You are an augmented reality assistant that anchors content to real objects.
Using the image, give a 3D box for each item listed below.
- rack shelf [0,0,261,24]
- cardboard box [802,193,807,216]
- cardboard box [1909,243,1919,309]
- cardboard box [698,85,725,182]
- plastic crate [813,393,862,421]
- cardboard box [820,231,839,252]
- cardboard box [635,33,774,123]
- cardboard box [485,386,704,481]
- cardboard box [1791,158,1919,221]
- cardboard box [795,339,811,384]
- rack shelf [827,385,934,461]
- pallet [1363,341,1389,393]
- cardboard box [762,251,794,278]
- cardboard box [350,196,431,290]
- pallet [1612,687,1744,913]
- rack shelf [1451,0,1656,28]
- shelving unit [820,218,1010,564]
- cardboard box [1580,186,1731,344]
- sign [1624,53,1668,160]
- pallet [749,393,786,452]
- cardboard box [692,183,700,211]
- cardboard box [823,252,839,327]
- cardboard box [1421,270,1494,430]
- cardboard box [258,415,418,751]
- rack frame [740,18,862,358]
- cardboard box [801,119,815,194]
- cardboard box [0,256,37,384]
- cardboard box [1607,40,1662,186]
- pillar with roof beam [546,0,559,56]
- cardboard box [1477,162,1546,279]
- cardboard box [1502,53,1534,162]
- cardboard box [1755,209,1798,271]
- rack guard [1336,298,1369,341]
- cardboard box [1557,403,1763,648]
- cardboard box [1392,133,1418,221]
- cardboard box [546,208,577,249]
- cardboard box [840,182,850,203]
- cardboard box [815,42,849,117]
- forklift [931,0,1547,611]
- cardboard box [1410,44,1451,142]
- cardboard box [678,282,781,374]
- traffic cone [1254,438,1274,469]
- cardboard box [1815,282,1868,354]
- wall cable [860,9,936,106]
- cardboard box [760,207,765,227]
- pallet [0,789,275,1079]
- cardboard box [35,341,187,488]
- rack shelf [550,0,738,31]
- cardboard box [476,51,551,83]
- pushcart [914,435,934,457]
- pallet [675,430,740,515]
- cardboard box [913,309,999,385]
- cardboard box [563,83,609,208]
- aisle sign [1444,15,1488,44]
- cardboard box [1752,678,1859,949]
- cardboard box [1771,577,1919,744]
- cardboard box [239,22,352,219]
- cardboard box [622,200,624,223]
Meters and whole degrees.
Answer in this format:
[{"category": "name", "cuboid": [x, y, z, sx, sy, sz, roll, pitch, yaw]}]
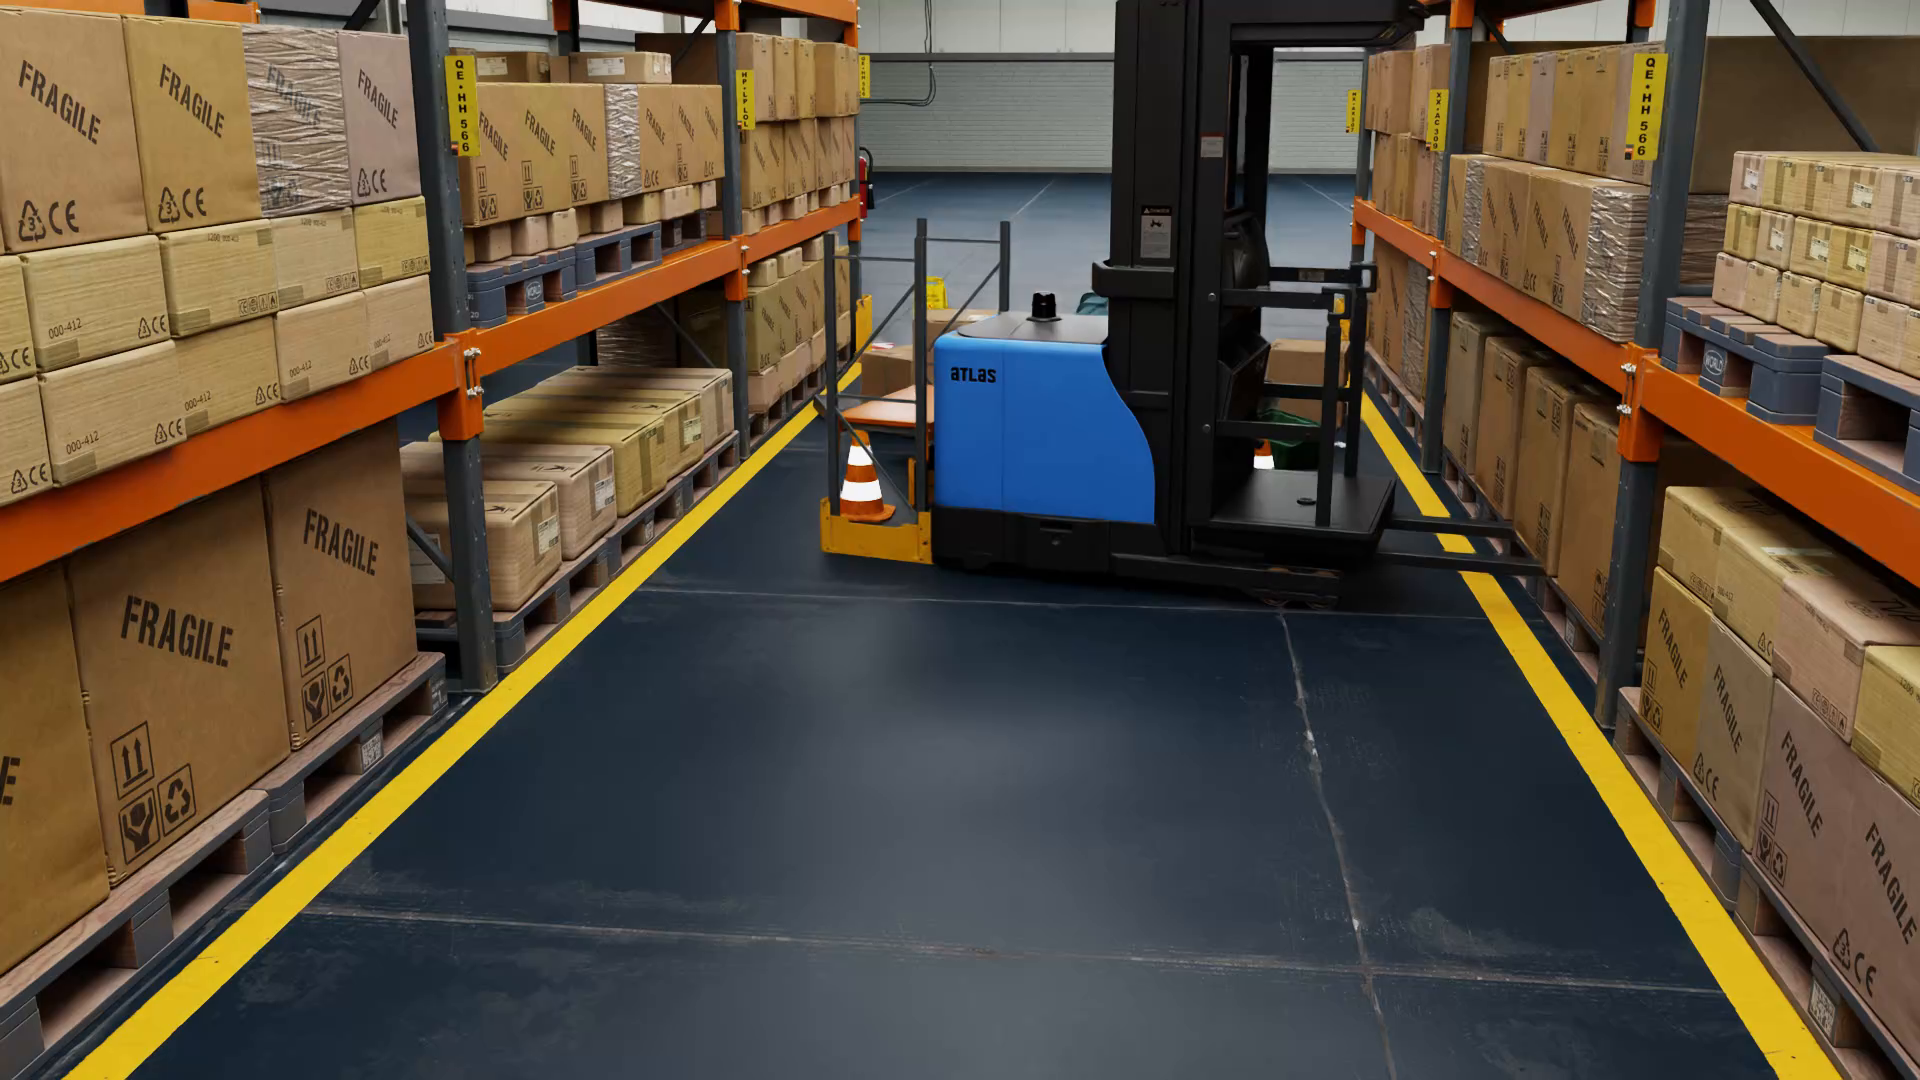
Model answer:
[{"category": "rack shelf", "cuboid": [-6.472, -3.711, 11.771, 1.077, 0.370, 4.000, 2, 15, 6]}, {"category": "cardboard box", "cuboid": [-1.256, -2.295, 11.384, 0.380, 0.149, 0.250, 2, 15, 6]}, {"category": "cardboard box", "cuboid": [2.316, -0.561, 3.596, 0.380, 0.149, 0.250, 2, 15, 6]}, {"category": "cardboard box", "cuboid": [-1.589, -2.214, 9.039, 0.500, 0.500, 0.500, 1, 15, 5]}, {"category": "plastic crate", "cuboid": [-0.773, -0.920, 11.411, 0.402, 0.080, 0.583, -4, 16, -13]}, {"category": "cardboard box", "cuboid": [-1.119, -2.222, 12.415, 0.380, 0.149, 0.250, 2, 15, 8]}, {"category": "cardboard box", "cuboid": [-1.500, -2.729, 9.829, 0.700, 0.500, 0.500, 2, 15, 6]}, {"category": "cardboard box", "cuboid": [-1.899, -0.558, 8.708, 0.950, 0.372, 0.625, 3, 15, 10]}, {"category": "cardboard box", "cuboid": [2.409, -0.910, 4.320, 0.380, 0.149, 0.250, 2, 15, 6]}, {"category": "cardboard box", "cuboid": [-1.324, -1.243, 11.476, 0.500, 0.250, 0.500, 1, 15, 6]}, {"category": "rack shelf", "cuboid": [-0.186, -0.597, 8.185, 0.538, 0.185, 1.000, 6, 16, 22]}, {"category": "pallet", "cuboid": [3.604, -1.308, 12.596, 1.003, 0.211, 1.213, 2, 15, 6]}, {"category": "cardboard box", "cuboid": [-1.300, -1.806, 10.878, 0.380, 0.149, 0.250, 2, 15, 8]}, {"category": "cardboard box", "cuboid": [-2.018, -0.945, 5.239, 0.500, 0.250, 0.500, 2, 15, 6]}, {"category": "pallet", "cuboid": [2.624, 0.759, 4.949, 1.003, 0.211, 1.213, 2, 15, 6]}, {"category": "rack shelf", "cuboid": [2.939, -2.409, 6.955, 1.077, 0.370, 4.000, 2, 15, 6]}, {"category": "shelving unit", "cuboid": [-0.190, -0.768, 8.130, 0.587, 1.500, 1.083, 6, 16, 22]}, {"category": "cardboard box", "cuboid": [2.498, -0.962, 5.783, 0.500, 0.500, 0.500, 2, 15, 6]}, {"category": "sign", "cuboid": [2.162, -1.364, 5.241, 0.100, 0.325, 0.005, 2, 15, 6]}, {"category": "pallet", "cuboid": [-1.724, -0.775, 10.625, 1.003, 0.211, 1.213, 2, 15, 6]}, {"category": "cardboard box", "cuboid": [-1.596, -1.818, 8.817, 0.380, 0.149, 0.250, 1, 15, 5]}, {"category": "cardboard box", "cuboid": [-1.200, -1.870, 12.358, 0.500, 0.500, 0.500, 2, 15, 8]}, {"category": "cardboard box", "cuboid": [3.305, -1.165, 9.989, 0.875, 0.875, 0.875, 2, 15, 7]}, {"category": "cardboard box", "cuboid": [-2.377, 0.091, 5.346, 0.875, 0.875, 0.875, 2, 15, 6]}, {"category": "rack frame", "cuboid": [-1.313, -2.984, 13.450, 1.000, 3.000, 0.127, 2, 15, 6]}, {"category": "cardboard box", "cuboid": [-1.298, -2.636, 11.404, 0.500, 0.500, 0.500, 2, 15, 7]}, {"category": "cardboard box", "cuboid": [-2.223, -0.412, 3.270, 0.500, 0.250, 0.500, 2, 15, 7]}, {"category": "cardboard box", "cuboid": [2.830, -1.568, 6.106, 0.700, 0.500, 0.500, 1, 15, 5]}, {"category": "pillar with roof beam", "cuboid": [-1.588, -8.856, 23.675, 9.100, 9.000, 0.400, 2, 15, 6]}, {"category": "cardboard box", "cuboid": [2.723, -1.486, 7.719, 0.500, 0.500, 0.500, 2, 15, 6]}, {"category": "cardboard box", "cuboid": [3.059, -2.095, 8.057, 0.700, 0.500, 0.500, 1, 15, 5]}, {"category": "cardboard box", "cuboid": [2.431, -0.824, 4.571, 0.380, 0.149, 0.250, 2, 15, 9]}, {"category": "rack guard", "cuboid": [3.619, -1.664, 13.357, 1.175, 0.500, 0.348, 2, 15, 6]}, {"category": "cardboard box", "cuboid": [2.872, -0.061, 6.148, 1.050, 0.750, 0.750, 1, 15, 5]}, {"category": "cardboard box", "cuboid": [3.372, -2.415, 11.061, 0.875, 0.550, 0.500, 2, 15, 6]}, {"category": "cardboard box", "cuboid": [-1.801, -1.282, 6.833, 0.380, 0.149, 0.250, 2, 15, 7]}, {"category": "cardboard box", "cuboid": [-1.061, -2.690, 12.846, 0.380, 0.149, 0.250, 2, 15, 6]}, {"category": "cardboard box", "cuboid": [-1.174, -3.253, 11.769, 0.700, 0.500, 0.500, 2, 15, 6]}, {"category": "forklift", "cuboid": [1.441, -1.271, 7.248, 3.031, 2.935, 1.130, 5, 16, 19]}, {"category": "cardboard box", "cuboid": [3.187, -2.661, 9.901, 0.875, 0.550, 0.550, 2, 15, 6]}, {"category": "cardboard box", "cuboid": [-1.430, -1.329, 10.356, 0.500, 0.500, 0.500, 2, 15, 9]}, {"category": "traffic cone", "cuboid": [1.513, -0.299, 8.380, 0.336, 0.463, 0.334, 2, 15, 6]}, {"category": "cardboard box", "cuboid": [2.373, -0.551, 4.130, 0.380, 0.149, 0.250, 2, 15, 9]}, {"category": "wall cable", "cuboid": [-2.188, -12.878, 44.496, 3.097, 2.526, 0.112, 2, 15, 6]}, {"category": "cardboard box", "cuboid": [-1.434, -2.034, 10.419, 0.380, 0.149, 0.250, 2, 15, 6]}, {"category": "pallet", "cuboid": [-2.520, 0.955, 4.226, 1.003, 0.211, 1.213, 2, 15, 6]}, {"category": "cardboard box", "cuboid": [-2.159, -0.301, 3.818, 0.500, 0.250, 0.500, 1, 15, 5]}, {"category": "rack shelf", "cuboid": [-1.991, -2.528, 7.397, 1.077, 0.370, 4.000, 2, 15, 6]}, {"category": "cardboard box", "cuboid": [-2.190, -2.258, 7.956, 0.380, 0.149, 0.250, 3, 15, 9]}, {"category": "pushcart", "cuboid": [0.506, -0.626, 9.755, 1.648, 0.377, 0.936, -4, 16, -13]}, {"category": "pallet", "cuboid": [-1.851, -0.398, 9.230, 1.003, 0.211, 1.213, 2, 15, 6]}, {"category": "cardboard box", "cuboid": [0.007, -1.061, 9.676, 0.500, 0.500, 0.500, 2, 15, 6]}, {"category": "cardboard box", "cuboid": [-1.830, -1.687, 7.087, 0.500, 0.500, 0.500, 2, 15, 7]}, {"category": "aisle sign", "cuboid": [3.922, -4.129, 12.704, 0.394, 0.787, 0.004, 2, 15, 6]}, {"category": "cardboard box", "cuboid": [2.274, 0.654, 3.980, 0.500, 0.500, 0.500, 1, 15, 5]}, {"category": "cardboard box", "cuboid": [2.270, 0.284, 3.913, 0.500, 0.250, 0.500, 2, 15, 7]}, {"category": "cardboard box", "cuboid": [-2.064, -1.165, 4.616, 0.500, 0.500, 0.500, 2, 15, 7]}, {"category": "cardboard box", "cuboid": [-1.810, -1.557, 7.849, 0.380, 0.149, 0.250, 1, 15, 4]}]
